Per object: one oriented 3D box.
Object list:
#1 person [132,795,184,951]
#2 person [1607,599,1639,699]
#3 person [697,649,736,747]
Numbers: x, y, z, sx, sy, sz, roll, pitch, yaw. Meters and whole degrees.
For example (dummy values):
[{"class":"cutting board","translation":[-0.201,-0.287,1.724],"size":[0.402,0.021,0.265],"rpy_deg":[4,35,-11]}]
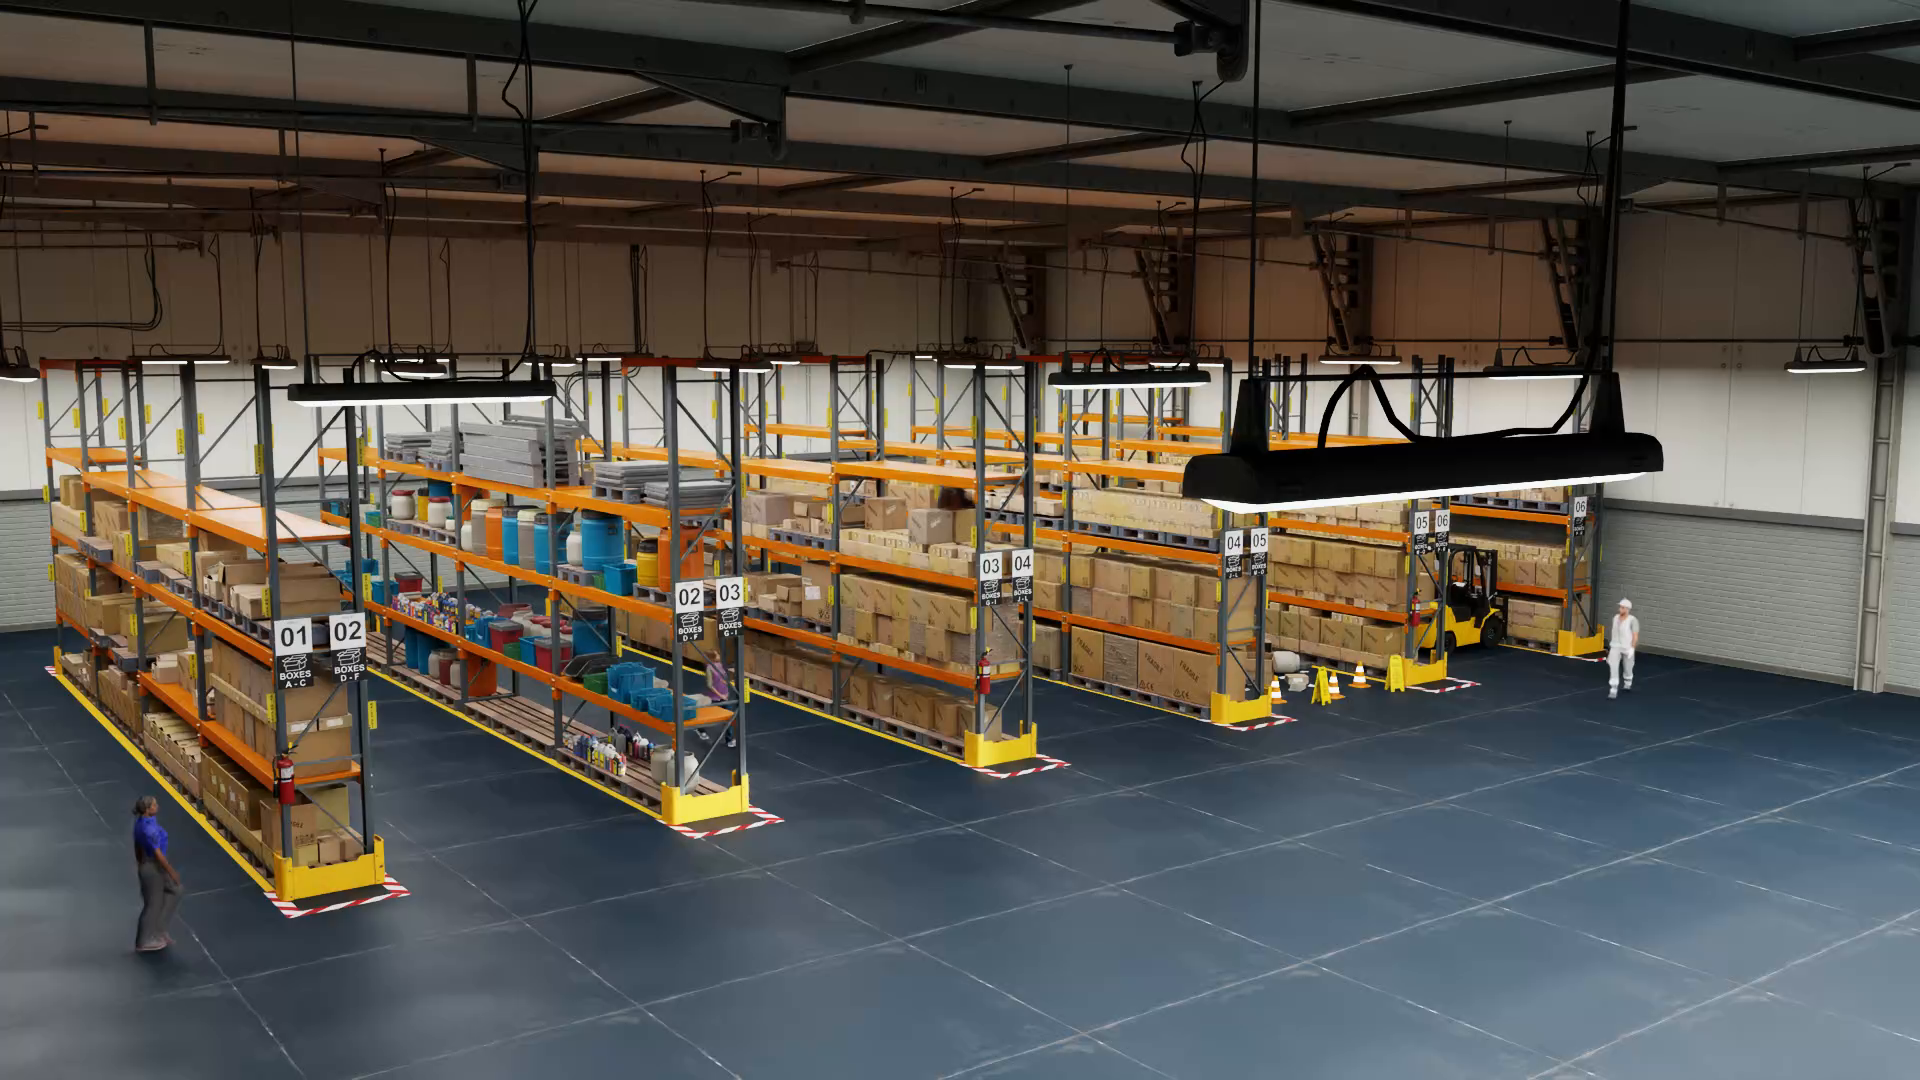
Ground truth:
[{"class":"person","translation":[-8.326,3.452,17.242],"size":[0.495,1.680,0.450],"rpy_deg":[-3,8,-26]},{"class":"person","translation":[11.781,1.924,29.534],"size":[0.491,1.743,1.096],"rpy_deg":[3,7,23]},{"class":"person","translation":[-3.811,2.452,25.957],"size":[0.839,1.536,0.482],"rpy_deg":[6,9,43]}]
